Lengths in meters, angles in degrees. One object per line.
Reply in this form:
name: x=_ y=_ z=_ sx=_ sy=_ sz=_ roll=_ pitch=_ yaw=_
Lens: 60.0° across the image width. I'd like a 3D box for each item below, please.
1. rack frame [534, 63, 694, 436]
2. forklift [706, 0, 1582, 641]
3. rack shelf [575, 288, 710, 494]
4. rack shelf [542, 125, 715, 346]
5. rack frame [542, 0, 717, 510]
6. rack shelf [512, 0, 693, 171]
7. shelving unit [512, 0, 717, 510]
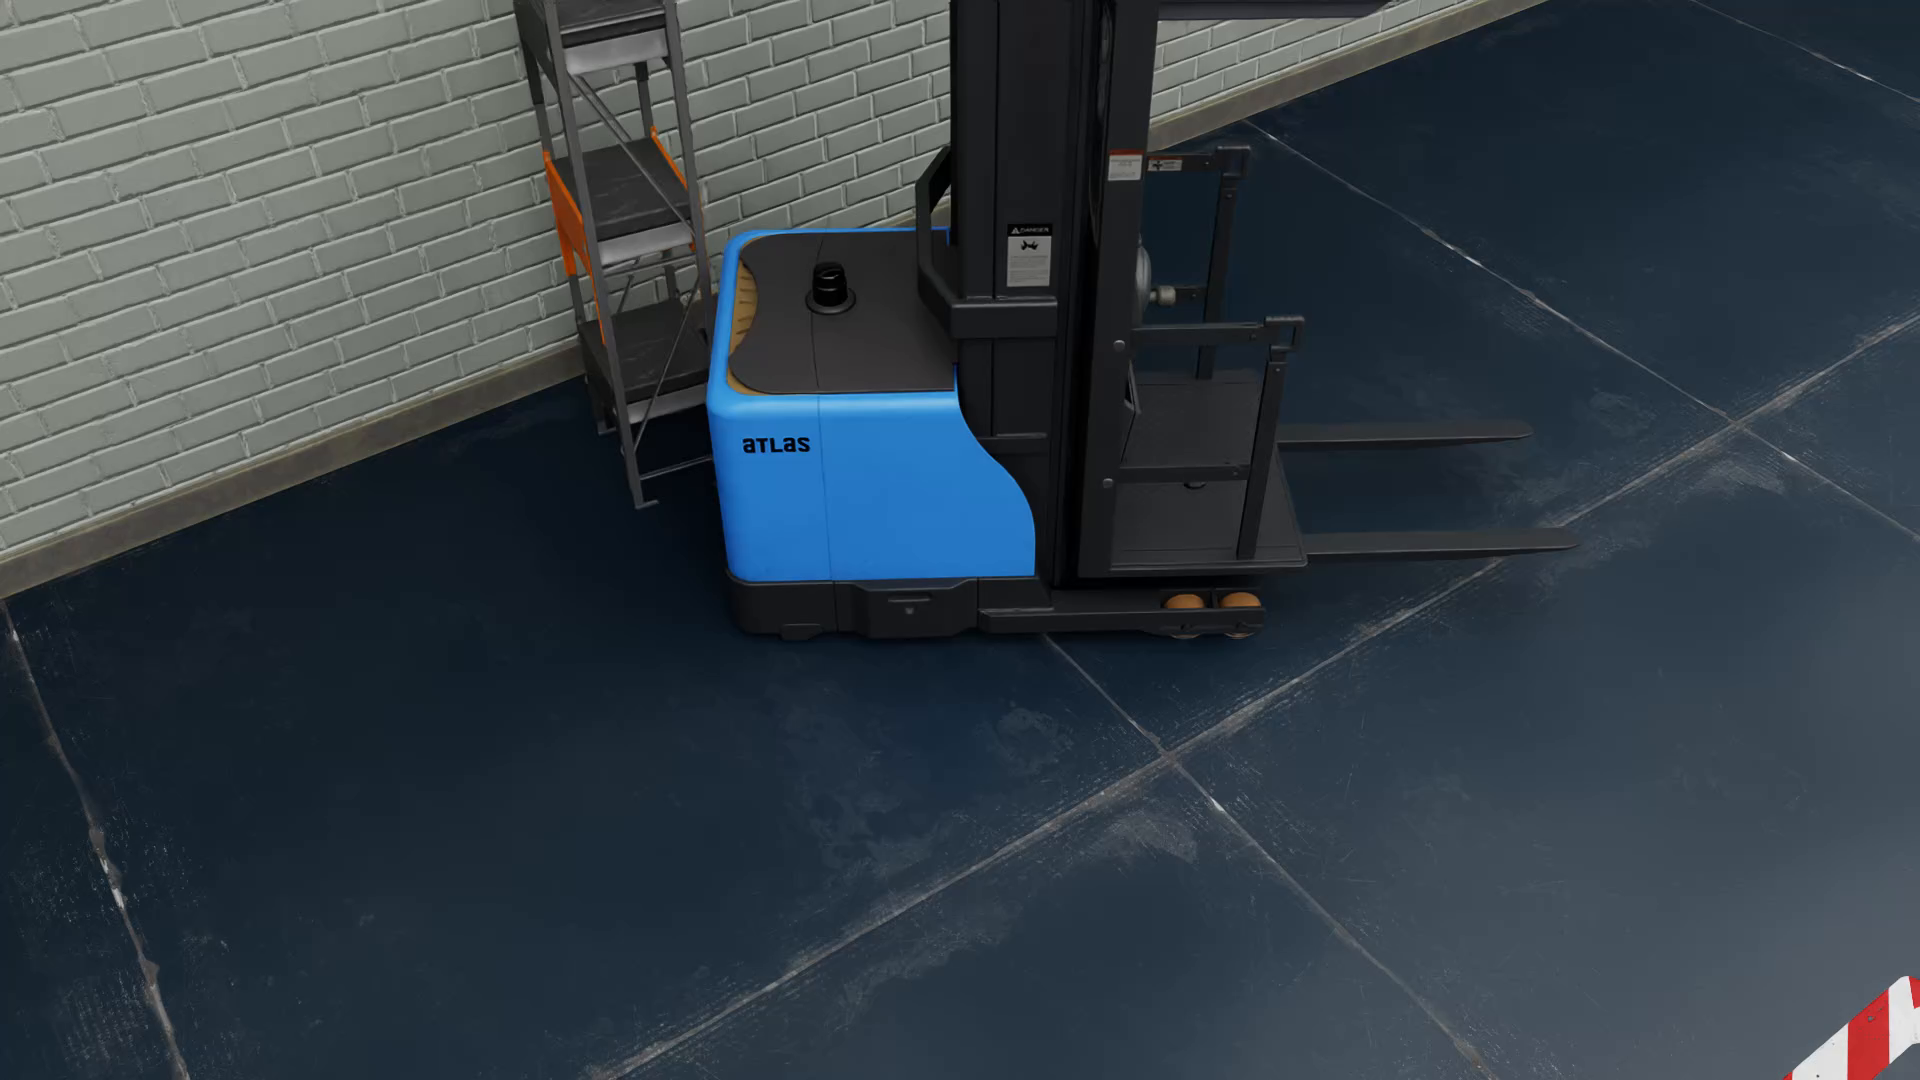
rack frame: x=-1.272 y=-1.241 z=6.029 sx=0.400 sy=2.100 sz=0.015 roll=-18 pitch=47 yaw=-18
forklift: x=0.689 y=-1.078 z=5.256 sx=3.031 sy=2.935 sz=1.130 roll=-1 pitch=44 yaw=-1
rack shelf: x=-1.167 y=-0.573 z=6.363 sx=0.431 sy=0.518 sz=0.480 roll=-18 pitch=47 yaw=-18
rack shelf: x=-1.168 y=-1.079 z=5.879 sx=0.431 sy=0.518 sz=0.480 roll=-18 pitch=47 yaw=-18
rack frame: x=-1.063 y=-0.937 z=5.711 sx=0.400 sy=2.100 sz=0.015 roll=-18 pitch=47 yaw=-18
rack shelf: x=-1.168 y=-1.586 z=5.396 sx=0.431 sy=0.518 sz=0.480 roll=-18 pitch=47 yaw=-18
shelving unit: x=-1.168 y=-1.089 z=5.870 sx=0.431 sy=2.100 sz=0.503 roll=-18 pitch=47 yaw=-18
